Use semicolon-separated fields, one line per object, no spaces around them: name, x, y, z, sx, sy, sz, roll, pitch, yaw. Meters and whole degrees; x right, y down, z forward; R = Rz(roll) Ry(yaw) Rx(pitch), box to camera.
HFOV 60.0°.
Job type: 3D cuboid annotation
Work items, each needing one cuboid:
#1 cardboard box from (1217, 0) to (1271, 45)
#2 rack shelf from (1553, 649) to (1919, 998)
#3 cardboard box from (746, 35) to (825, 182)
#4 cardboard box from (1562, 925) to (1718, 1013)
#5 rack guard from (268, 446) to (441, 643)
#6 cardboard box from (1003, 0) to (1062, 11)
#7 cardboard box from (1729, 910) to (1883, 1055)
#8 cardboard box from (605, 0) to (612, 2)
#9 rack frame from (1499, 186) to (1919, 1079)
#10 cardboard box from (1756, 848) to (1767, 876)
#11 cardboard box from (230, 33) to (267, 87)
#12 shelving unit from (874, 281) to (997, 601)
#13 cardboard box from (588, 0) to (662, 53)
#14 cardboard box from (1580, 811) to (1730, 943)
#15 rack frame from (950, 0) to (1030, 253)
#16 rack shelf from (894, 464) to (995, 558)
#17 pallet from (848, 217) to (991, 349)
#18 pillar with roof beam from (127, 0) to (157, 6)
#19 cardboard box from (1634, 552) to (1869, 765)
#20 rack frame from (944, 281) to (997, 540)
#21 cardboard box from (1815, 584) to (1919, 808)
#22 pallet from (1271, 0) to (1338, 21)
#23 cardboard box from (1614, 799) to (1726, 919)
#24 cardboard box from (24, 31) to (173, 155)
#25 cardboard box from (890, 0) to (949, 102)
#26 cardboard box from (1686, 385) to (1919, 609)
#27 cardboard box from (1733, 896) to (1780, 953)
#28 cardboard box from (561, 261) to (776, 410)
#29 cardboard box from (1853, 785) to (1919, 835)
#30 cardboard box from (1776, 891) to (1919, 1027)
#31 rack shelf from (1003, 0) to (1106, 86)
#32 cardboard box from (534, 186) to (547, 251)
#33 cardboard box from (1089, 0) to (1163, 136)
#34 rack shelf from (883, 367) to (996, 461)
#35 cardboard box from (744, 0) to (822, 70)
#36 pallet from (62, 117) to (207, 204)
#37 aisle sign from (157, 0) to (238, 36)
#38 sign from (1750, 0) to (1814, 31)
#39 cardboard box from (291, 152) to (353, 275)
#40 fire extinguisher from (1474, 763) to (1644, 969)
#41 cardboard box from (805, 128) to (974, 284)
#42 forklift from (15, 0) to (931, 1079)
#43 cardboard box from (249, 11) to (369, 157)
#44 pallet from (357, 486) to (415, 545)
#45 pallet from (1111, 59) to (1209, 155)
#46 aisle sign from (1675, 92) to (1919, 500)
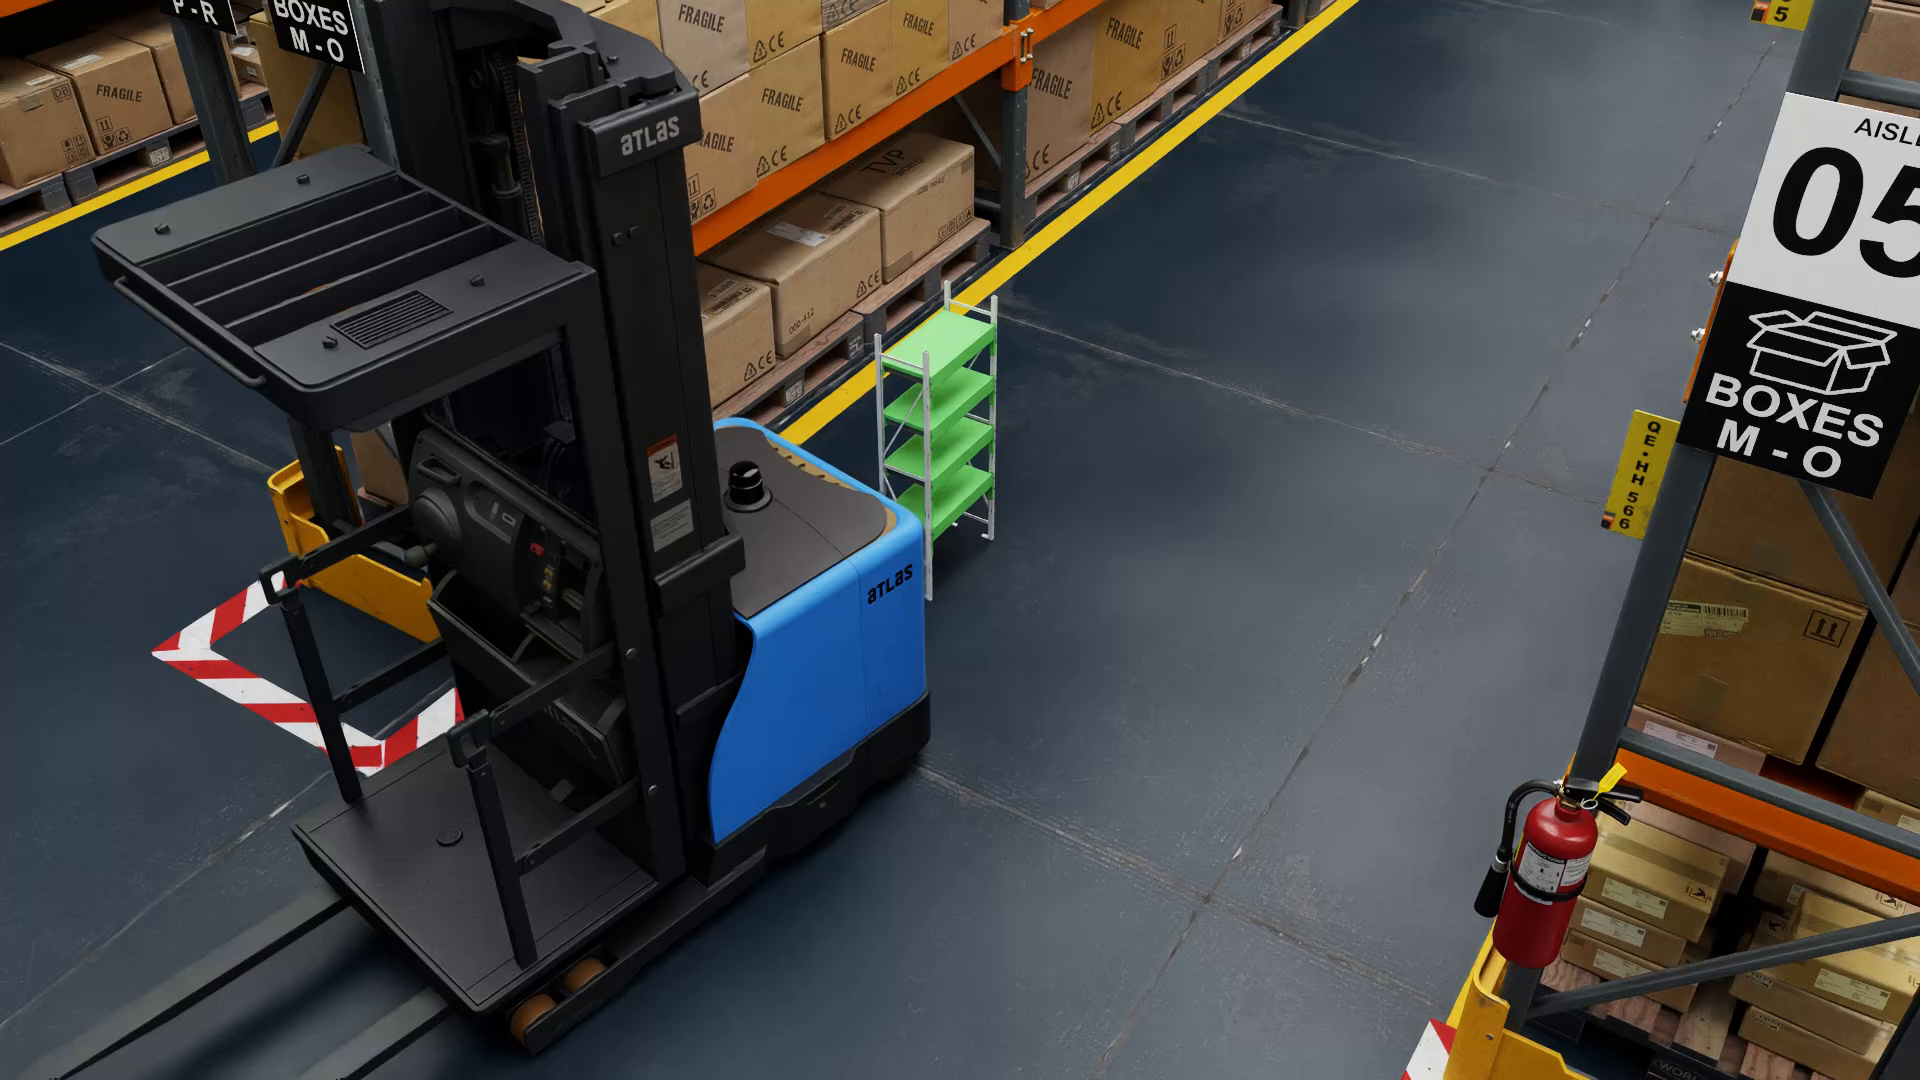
cardboard box;1.611;-4.056;11.450;0.875;0.875;0.875;21;42;25
rack shelf;3.071;-0.115;5.531;1.077;0.370;4.000;21;42;25
cardboard box;-0.945;-1.919;7.200;0.500;0.500;0.500;23;43;27
cardboard box;2.105;1.255;5.157;0.380;0.149;0.250;22;43;26
rack guard;-2.247;0.067;6.754;1.175;0.500;0.348;21;42;25
cardboard box;0.367;-3.079;8.910;0.500;0.250;0.500;20;42;24
cardboard box;2.497;1.290;4.867;0.380;0.149;0.250;23;43;27
cardboard box;-1.368;-2.117;6.107;0.380;0.149;0.250;20;42;24
rack frame;1.999;0.631;3.974;1.000;3.000;0.127;21;42;25
cardboard box;2.748;1.012;5.227;0.380;0.149;0.250;22;43;26
cardboard box;-4.526;-3.136;10.756;0.396;0.266;0.258;23;43;27
shelving unit;-0.089;-0.390;6.773;0.258;1.200;0.503;21;42;25
cardboard box;-1.466;-1.794;6.220;0.500;0.500;0.500;20;42;24
cardboard box;2.069;1.003;4.996;0.380;0.149;0.250;22;43;26
rack frame;-0.091;-2.998;8.682;1.000;3.000;0.127;21;42;25
rack shelf;-0.089;-0.149;6.959;0.258;0.148;0.480;21;42;25
pallet;-0.565;-1.527;9.058;1.003;0.211;1.213;21;42;25
pillar with roof beam;-1.784;-5.523;7.044;9.100;9.000;0.400;21;42;25
cardboard box;2.023;0.158;4.262;0.500;0.500;0.500;22;43;26
rack frame;0.042;-0.516;6.936;0.240;1.200;0.015;21;42;25
cardboard box;2.473;0.333;4.036;0.500;0.500;0.500;23;43;27
pallet;2.472;-4.358;12.730;1.003;0.211;1.213;21;42;25
cardboard box;2.227;0.994;5.251;0.380;0.149;0.250;20;42;24
cardboard box;-5.161;-2.686;9.980;0.500;0.500;0.500;22;43;26
cardboard box;-0.395;-2.448;7.886;0.500;0.500;0.500;20;42;24
cardboard box;2.035;-0.239;3.959;0.500;0.500;0.500;20;42;24
cardboard box;2.622;1.267;5.141;0.380;0.149;0.250;21;42;25
cardboard box;-1.482;-0.935;7.760;0.875;0.438;0.875;22;43;26
cardboard box;2.450;0.671;4.128;0.380;0.149;0.250;21;42;25
cardboard box;2.567;1.200;4.741;0.380;0.149;0.250;19;42;23
rack shelf;0.980;-3.744;10.239;1.077;0.370;4.000;21;42;25
cardboard box;-1.735;-1.129;6.175;0.500;0.500;0.500;21;42;25
cardboard box;0.651;-3.137;10.258;0.875;0.875;0.875;22;43;26
rack shelf;-0.089;-0.529;6.665;0.258;0.148;0.480;21;42;25
cardboard box;-0.930;-2.319;6.901;0.500;0.500;0.500;21;42;25
pallet;-5.306;-2.530;10.359;1.003;0.211;1.213;21;42;25
aisle sign;-2.535;-2.029;5.297;0.394;0.787;0.004;21;42;25
sign;1.542;-1.099;3.037;0.100;0.325;0.005;21;42;25
cardboard box;-2.199;-1.310;6.411;0.500;0.500;0.500;21;42;25
fire extinguisher;1.475;0.789;4.139;0.296;0.674;0.183;21;42;25
cardboard box;-0.518;-1.861;8.961;0.875;0.438;0.875;21;42;24
forklift;-1.484;0.071;4.757;1.130;2.935;3.031;30;47;33
cardboard box;-2.177;-1.698;6.094;0.500;0.500;0.500;23;43;27
pallet;-1.872;-0.269;7.426;1.003;0.211;1.213;21;42;25
pallet;0.911;-2.947;10.900;1.003;0.211;1.213;21;42;25
aisle sign;1.707;-0.459;3.259;0.394;0.787;0.004;21;42;25
